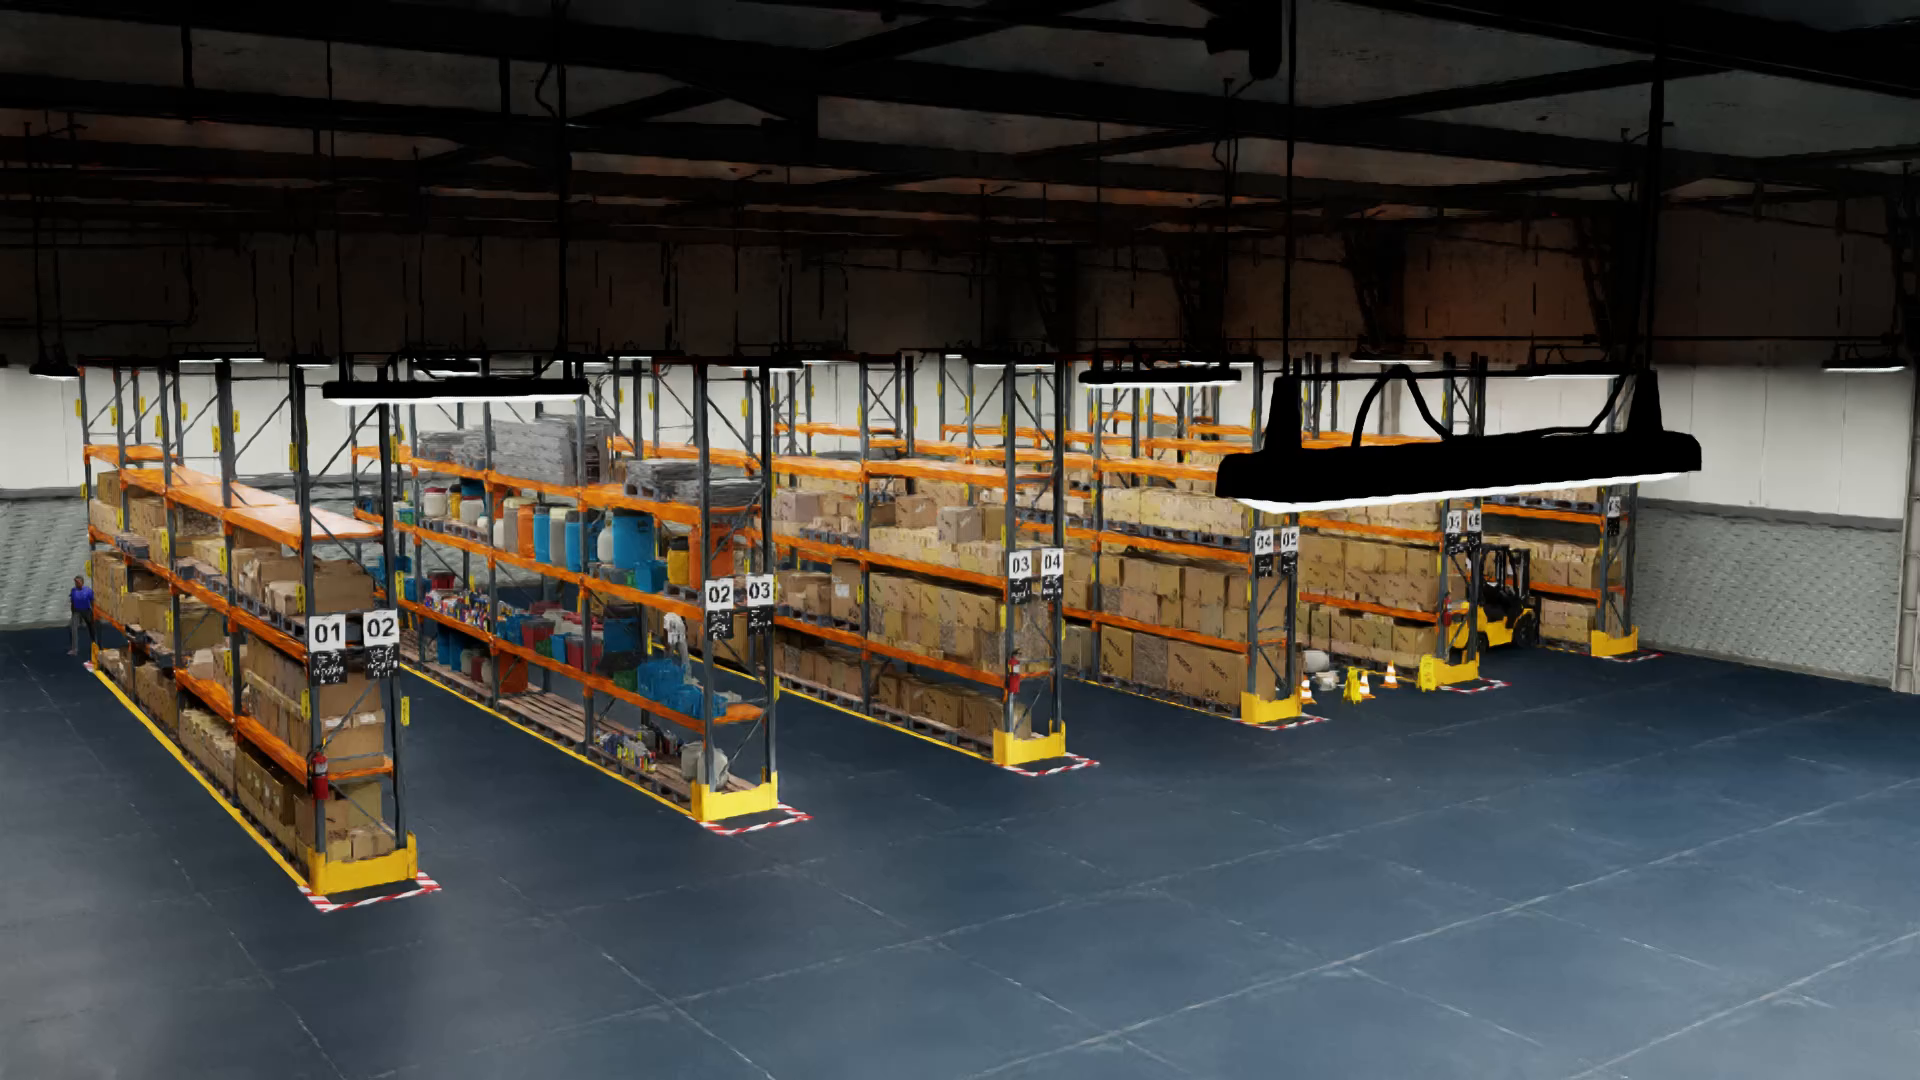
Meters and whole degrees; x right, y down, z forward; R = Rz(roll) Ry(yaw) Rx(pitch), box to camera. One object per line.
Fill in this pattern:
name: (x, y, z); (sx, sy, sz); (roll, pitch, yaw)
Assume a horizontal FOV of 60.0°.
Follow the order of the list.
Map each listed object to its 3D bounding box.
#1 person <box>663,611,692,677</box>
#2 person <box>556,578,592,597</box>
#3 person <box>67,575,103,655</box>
person: (-5.205, 1.832, 30.469); (0.457, 1.586, 1.075); (-5, 8, -33)
person: (-9.491, 0.546, 40.639); (0.904, 1.712, 0.735); (5, 9, 38)
person: (-17.658, 1.488, 33.500); (0.489, 1.585, 0.934); (-2, 7, -12)
